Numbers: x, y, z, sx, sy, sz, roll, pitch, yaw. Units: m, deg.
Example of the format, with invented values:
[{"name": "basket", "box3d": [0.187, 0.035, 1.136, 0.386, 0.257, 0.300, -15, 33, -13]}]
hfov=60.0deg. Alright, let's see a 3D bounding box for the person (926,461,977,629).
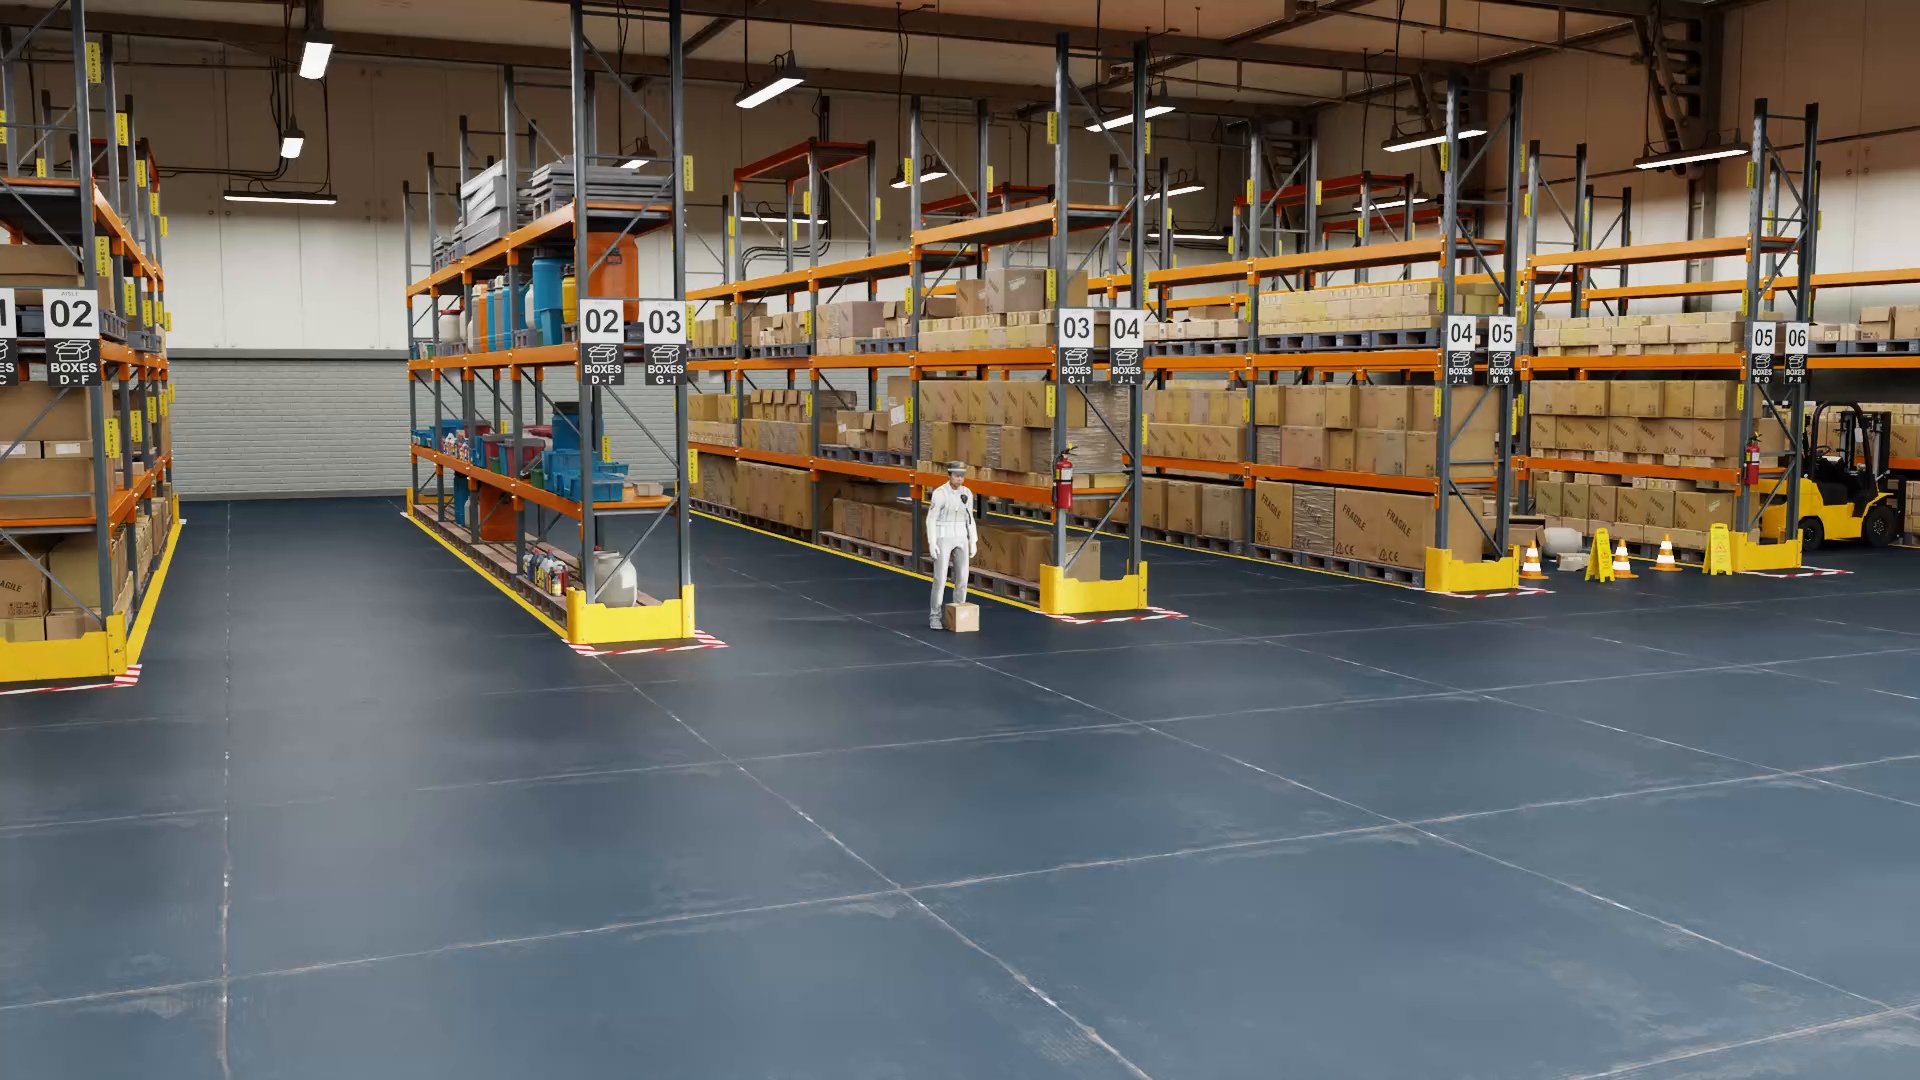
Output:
[{"name": "person", "box3d": [-0.071, 0.041, 16.561, 0.539, 1.663, 0.405, -3, 6, -25]}]
